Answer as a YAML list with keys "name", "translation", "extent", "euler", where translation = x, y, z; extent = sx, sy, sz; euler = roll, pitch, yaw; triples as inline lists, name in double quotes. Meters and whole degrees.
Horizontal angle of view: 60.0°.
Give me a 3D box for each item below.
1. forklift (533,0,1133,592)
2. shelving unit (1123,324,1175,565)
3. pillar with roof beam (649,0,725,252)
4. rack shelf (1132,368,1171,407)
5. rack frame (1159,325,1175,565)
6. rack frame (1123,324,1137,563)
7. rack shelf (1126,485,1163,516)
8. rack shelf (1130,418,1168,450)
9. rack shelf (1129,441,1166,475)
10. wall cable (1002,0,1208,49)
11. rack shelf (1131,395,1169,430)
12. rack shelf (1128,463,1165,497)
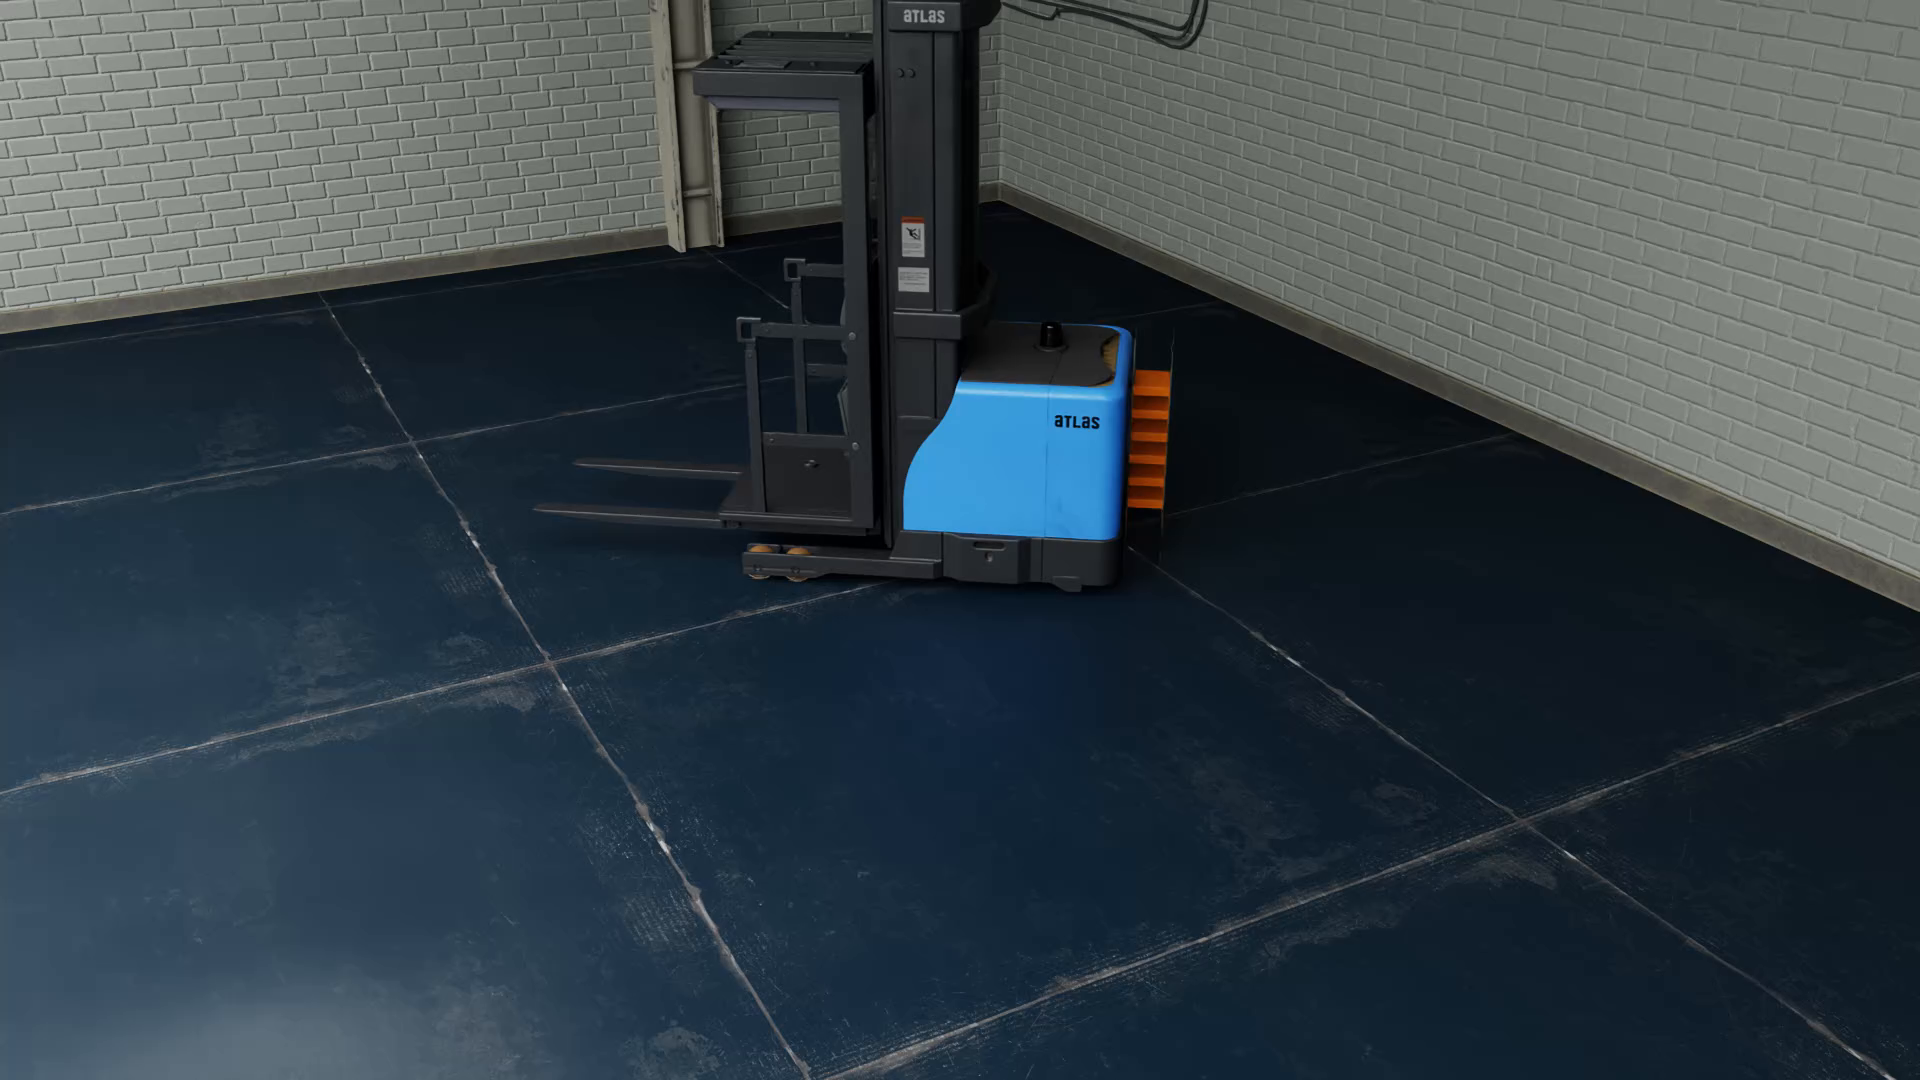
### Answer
- name: "forklift"
  translation: [-0.658, -1.336, 8.145]
  extent: [3.031, 2.935, 1.130]
  euler: [3, 26, 7]
- name: "shelving unit"
  translation: [0.945, -0.469, 8.340]
  extent: [0.189, 1.200, 0.258]
  euler: [3, 26, 7]
- name: "pillar with roof beam"
  translation: [-0.175, -4.876, 8.509]
  extent: [0.400, 9.000, 9.100]
  euler: [-13, 29, -25]
- name: "rack shelf"
  translation: [0.946, -0.753, 8.203]
  extent: [0.180, 0.103, 0.258]
  euler: [3, 26, 7]
- name: "rack frame"
  translation: [1.036, -0.464, 8.329]
  extent: [0.006, 1.200, 0.240]
  euler: [3, 26, 7]
- name: "rack frame"
  translation: [0.855, -0.474, 8.350]
  extent: [0.006, 1.200, 0.240]
  euler: [3, 26, 7]
- name: "rack shelf"
  translation: [0.945, -0.213, 8.463]
  extent: [0.180, 0.103, 0.258]
  euler: [3, 26, 7]
- name: "rack shelf"
  translation: [0.946, -0.537, 8.307]
  extent: [0.180, 0.103, 0.258]
  euler: [3, 26, 7]
- name: "rack shelf"
  translation: [0.945, -0.429, 8.359]
  extent: [0.180, 0.103, 0.258]
  euler: [3, 26, 7]
- name: "wall cable"
  translation: [1.021, -5.215, 12.803]
  extent: [0.112, 2.526, 3.097]
  euler: [-13, 29, -25]
- name: "rack shelf"
  translation: [0.946, -0.645, 8.255]
  extent: [0.180, 0.103, 0.258]
  euler: [3, 26, 7]
- name: "rack shelf"
  translation: [0.945, -0.321, 8.411]
  extent: [0.180, 0.103, 0.258]
  euler: [3, 26, 7]
